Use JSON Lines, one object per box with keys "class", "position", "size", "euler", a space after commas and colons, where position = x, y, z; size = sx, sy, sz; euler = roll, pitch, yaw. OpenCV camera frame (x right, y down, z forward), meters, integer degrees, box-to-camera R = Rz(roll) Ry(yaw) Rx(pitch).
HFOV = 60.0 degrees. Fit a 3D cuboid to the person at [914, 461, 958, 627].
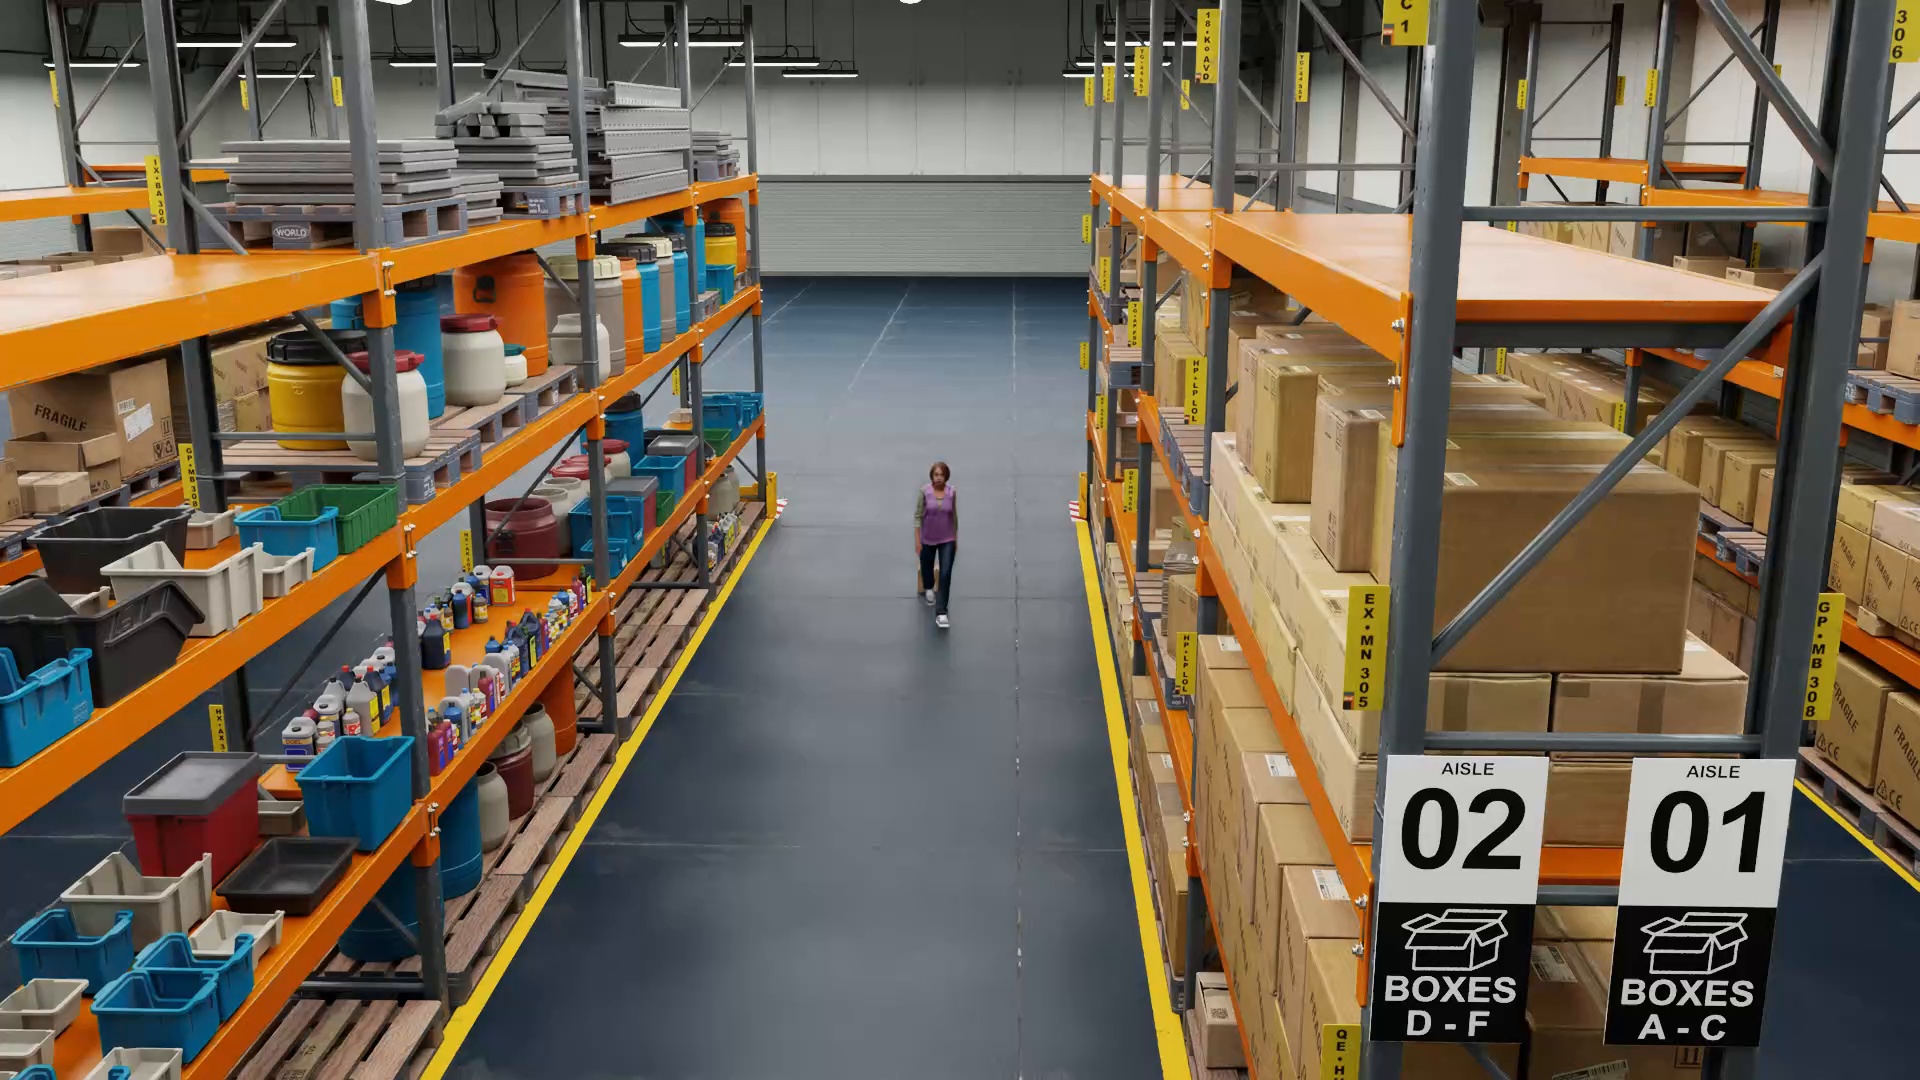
{"class": "person", "position": [-0.232, -0.005, 15.995], "size": [0.426, 1.569, 0.770], "euler": [-1, 14, -5]}
